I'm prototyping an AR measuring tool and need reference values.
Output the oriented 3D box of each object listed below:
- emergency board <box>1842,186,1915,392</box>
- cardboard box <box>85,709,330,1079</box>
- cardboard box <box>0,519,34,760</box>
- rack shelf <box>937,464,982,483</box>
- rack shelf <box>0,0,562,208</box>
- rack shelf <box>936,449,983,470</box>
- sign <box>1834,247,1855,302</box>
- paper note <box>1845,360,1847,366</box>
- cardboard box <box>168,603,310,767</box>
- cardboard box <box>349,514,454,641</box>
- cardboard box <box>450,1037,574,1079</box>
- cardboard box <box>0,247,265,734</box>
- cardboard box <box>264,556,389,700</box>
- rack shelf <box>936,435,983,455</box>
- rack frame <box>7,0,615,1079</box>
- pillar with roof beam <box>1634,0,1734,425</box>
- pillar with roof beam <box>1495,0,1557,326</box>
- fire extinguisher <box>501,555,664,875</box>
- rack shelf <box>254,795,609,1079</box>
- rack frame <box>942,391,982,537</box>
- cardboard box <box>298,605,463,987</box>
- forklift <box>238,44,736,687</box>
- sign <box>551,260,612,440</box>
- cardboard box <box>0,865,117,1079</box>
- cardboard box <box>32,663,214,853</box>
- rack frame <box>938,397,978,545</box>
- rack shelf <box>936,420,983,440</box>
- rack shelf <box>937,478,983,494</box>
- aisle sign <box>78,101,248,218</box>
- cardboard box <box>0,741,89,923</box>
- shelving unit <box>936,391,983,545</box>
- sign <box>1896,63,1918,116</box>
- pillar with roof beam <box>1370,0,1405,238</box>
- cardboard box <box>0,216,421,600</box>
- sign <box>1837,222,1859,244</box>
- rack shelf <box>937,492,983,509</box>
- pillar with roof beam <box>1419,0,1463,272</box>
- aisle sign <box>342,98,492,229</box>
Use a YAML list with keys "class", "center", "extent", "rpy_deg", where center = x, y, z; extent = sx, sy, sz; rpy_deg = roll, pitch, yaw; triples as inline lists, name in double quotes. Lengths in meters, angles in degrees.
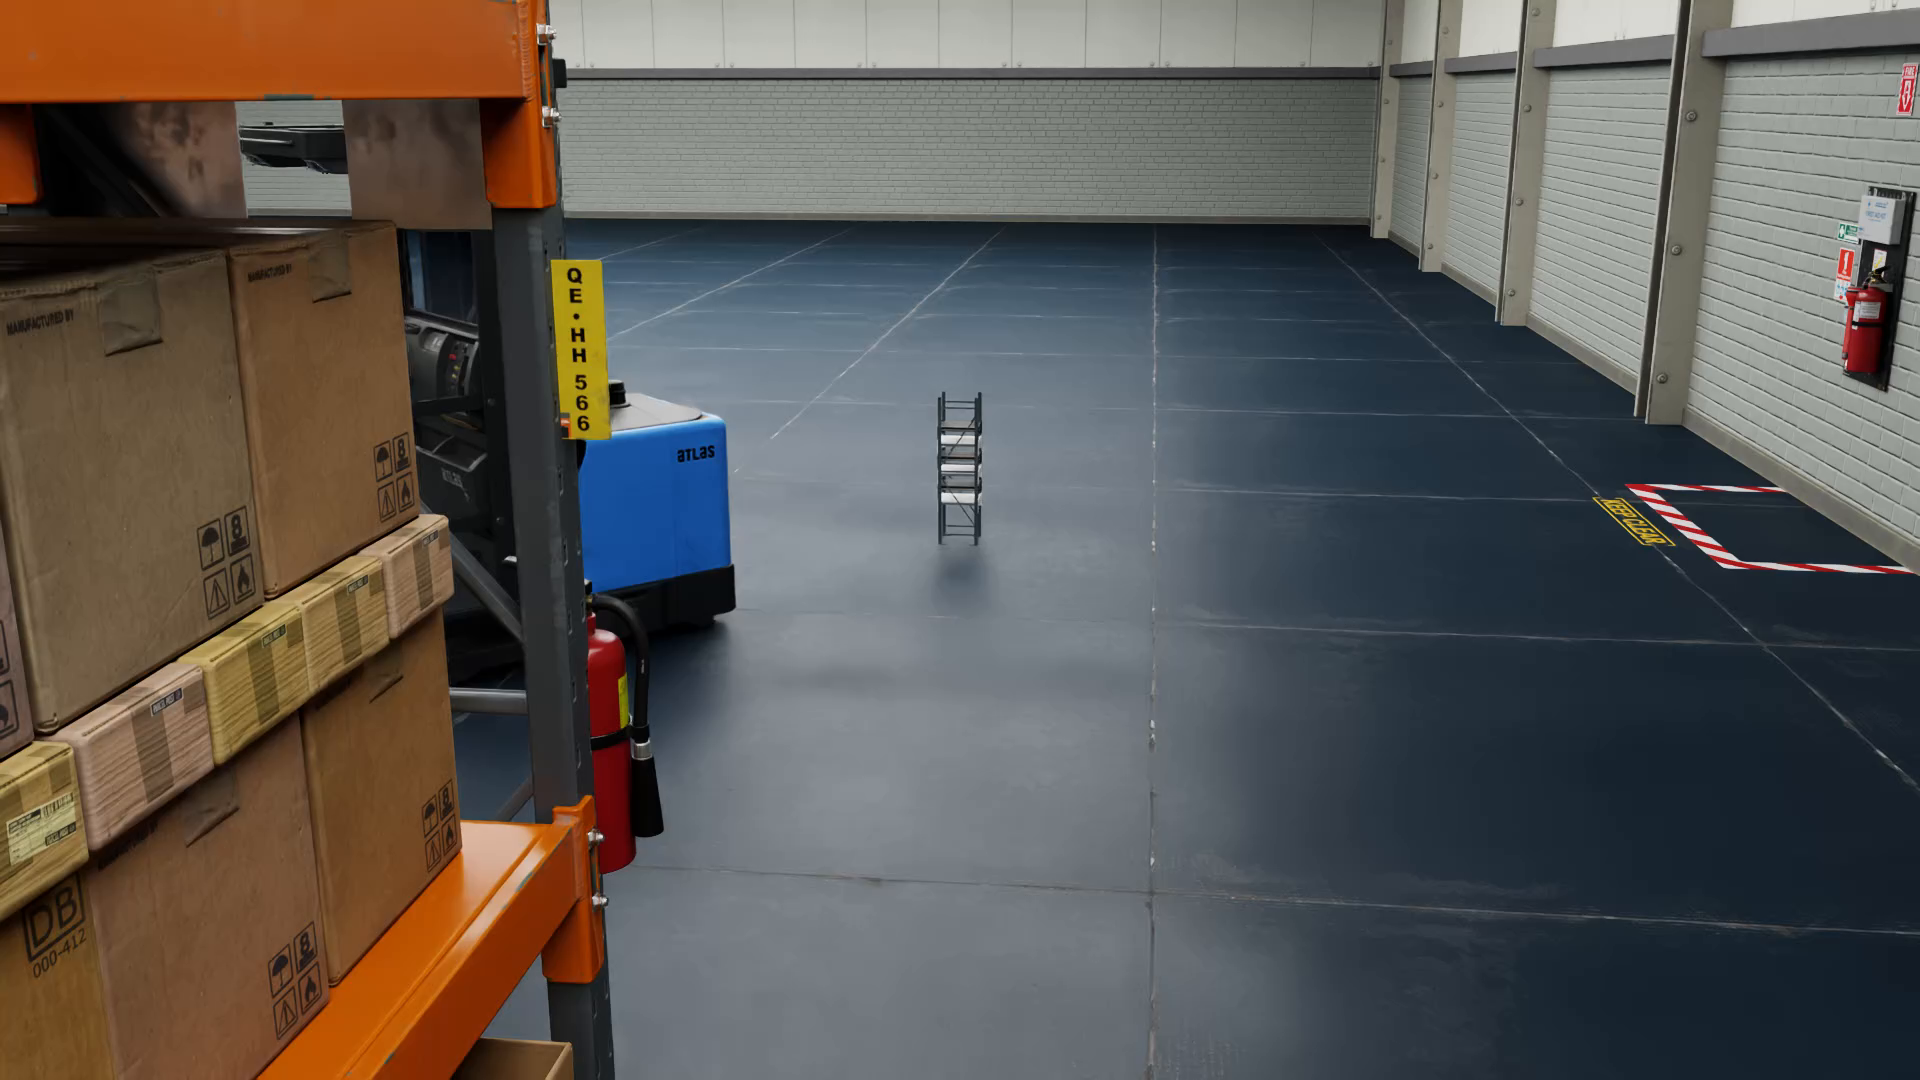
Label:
- class: "emergency board"
  center: [5.471, -1.533, 10.084]
  extent: [0.194, 1.169, 0.643]
  rpy_deg: [2, 15, 6]
- class: "cardboard box"
  center: [-1.346, 0.520, 2.301]
  extent: [0.700, 0.500, 0.500]
  rpy_deg: [2, 15, 8]
- class: "cardboard box"
  center: [-1.407, 0.038, 1.596]
  extent: [0.700, 0.500, 0.500]
  rpy_deg: [2, 15, 6]
- class: "rack shelf"
  center: [-0.001, -0.400, 10.046]
  extent: [0.258, 0.077, 0.200]
  rpy_deg: [2, 15, 6]
- class: "rack shelf"
  center: [-1.452, -0.271, 1.048]
  extent: [1.077, 0.370, 4.000]
  rpy_deg: [2, 15, 6]
- class: "rack shelf"
  center: [-0.001, -0.487, 10.022]
  extent: [0.258, 0.077, 0.200]
  rpy_deg: [2, 15, 6]
- class: "sign"
  center: [5.636, -1.690, 10.598]
  extent: [0.001, 0.329, 0.234]
  rpy_deg: [2, 15, 6]
- class: "paper note"
  center: [5.559, -1.151, 10.361]
  extent: [0.016, 0.148, 0.142]
  rpy_deg: [2, 15, 6]
- class: "cardboard box"
  center: [-1.137, 0.189, 2.283]
  extent: [0.380, 0.149, 0.250]
  rpy_deg: [1, 15, 5]
- class: "cardboard box"
  center: [-1.080, 0.055, 2.779]
  extent: [0.380, 0.149, 0.250]
  rpy_deg: [1, 15, 5]
- class: "cardboard box"
  center: [-0.991, 1.222, 2.924]
  extent: [0.500, 0.500, 0.500]
  rpy_deg: [2, 15, 6]
- class: "cardboard box"
  center: [-1.351, -0.092, 2.080]
  extent: [0.700, 0.500, 0.500]
  rpy_deg: [1, 15, 5]
- class: "cardboard box"
  center: [-1.108, 0.123, 2.528]
  extent: [0.380, 0.149, 0.250]
  rpy_deg: [2, 15, 8]
- class: "rack shelf"
  center: [-0.001, -0.574, 9.999]
  extent: [0.258, 0.077, 0.200]
  rpy_deg: [2, 15, 6]
- class: "rack frame"
  center: [-1.223, 0.311, 3.264]
  extent: [0.949, 2.616, 0.053]
  rpy_deg: [2, 15, 6]
- class: "pillar with roof beam"
  center: [1.553, -5.472, 13.159]
  extent: [9.100, 9.000, 0.400]
  rpy_deg: [2, 15, 6]
- class: "pillar with roof beam"
  center: [2.231, -7.028, 18.914]
  extent: [9.100, 9.000, 0.400]
  rpy_deg: [2, 15, 6]
- class: "fire extinguisher"
  center: [-0.751, 0.332, 3.337]
  extent: [0.296, 0.674, 0.183]
  rpy_deg: [2, 15, 6]
- class: "rack shelf"
  center: [-1.452, 1.177, 1.440]
  extent: [1.077, 0.370, 4.000]
  rpy_deg: [2, 15, 6]
- class: "rack frame"
  center: [0.011, -0.459, 10.134]
  extent: [0.240, 0.900, 0.006]
  rpy_deg: [2, 15, 6]
- class: "cardboard box"
  center: [-1.291, 0.384, 2.805]
  extent: [0.700, 0.500, 0.500]
  rpy_deg: [2, 15, 6]
- class: "forklift"
  center: [-2.623, -0.848, 7.683]
  extent: [3.031, 2.935, 1.130]
  rpy_deg: [-12, 19, -37]
- class: "sign"
  center: [-0.688, -0.342, 3.010]
  extent: [0.100, 0.325, 0.005]
  rpy_deg: [2, 15, 6]
- class: "cardboard box"
  center: [-1.408, 0.649, 1.825]
  extent: [0.700, 0.500, 0.500]
  rpy_deg: [2, 15, 7]
- class: "cardboard box"
  center: [-1.167, 0.254, 2.042]
  extent: [0.380, 0.149, 0.250]
  rpy_deg: [2, 15, 7]
- class: "rack frame"
  center: [-0.012, -0.406, 9.939]
  extent: [0.240, 0.900, 0.006]
  rpy_deg: [2, 15, 6]
- class: "rack shelf"
  center: [-0.001, -0.661, 9.975]
  extent: [0.258, 0.077, 0.200]
  rpy_deg: [2, 15, 6]
- class: "rack shelf"
  center: [-0.001, -0.313, 10.069]
  extent: [0.258, 0.077, 0.200]
  rpy_deg: [2, 15, 6]
- class: "aisle sign"
  center: [-1.523, -0.970, 3.021]
  extent: [0.394, 0.787, 0.004]
  rpy_deg: [2, 15, 6]
- class: "cardboard box"
  center: [-1.197, 0.322, 1.790]
  extent: [0.380, 0.149, 0.250]
  rpy_deg: [2, 15, 8]
- class: "shelving unit"
  center: [-0.001, -0.432, 10.037]
  extent: [0.258, 0.900, 0.210]
  rpy_deg: [2, 15, 6]
- class: "sign"
  center: [5.571, -2.651, 9.778]
  extent: [0.001, 0.298, 0.199]
  rpy_deg: [2, 15, 6]
- class: "pillar with roof beam"
  center: [3.585, -10.140, 30.424]
  extent: [9.100, 9.000, 0.400]
  rpy_deg: [2, 15, 6]
- class: "cardboard box"
  center: [-1.297, -0.229, 2.585]
  extent: [0.700, 0.500, 0.500]
  rpy_deg: [2, 15, 6]
- class: "sign"
  center: [5.626, -1.945, 10.526]
  extent: [0.001, 0.109, 0.331]
  rpy_deg: [2, 15, 6]
- class: "rack shelf"
  center: [-0.001, -0.226, 10.092]
  extent: [0.258, 0.077, 0.200]
  rpy_deg: [2, 15, 6]
- class: "pillar with roof beam"
  center: [2.908, -8.584, 24.669]
  extent: [9.100, 9.000, 0.400]
  rpy_deg: [2, 15, 6]
- class: "aisle sign"
  center: [-0.927, -0.952, 2.956]
  extent: [0.394, 0.787, 0.004]
  rpy_deg: [2, 15, 6]
